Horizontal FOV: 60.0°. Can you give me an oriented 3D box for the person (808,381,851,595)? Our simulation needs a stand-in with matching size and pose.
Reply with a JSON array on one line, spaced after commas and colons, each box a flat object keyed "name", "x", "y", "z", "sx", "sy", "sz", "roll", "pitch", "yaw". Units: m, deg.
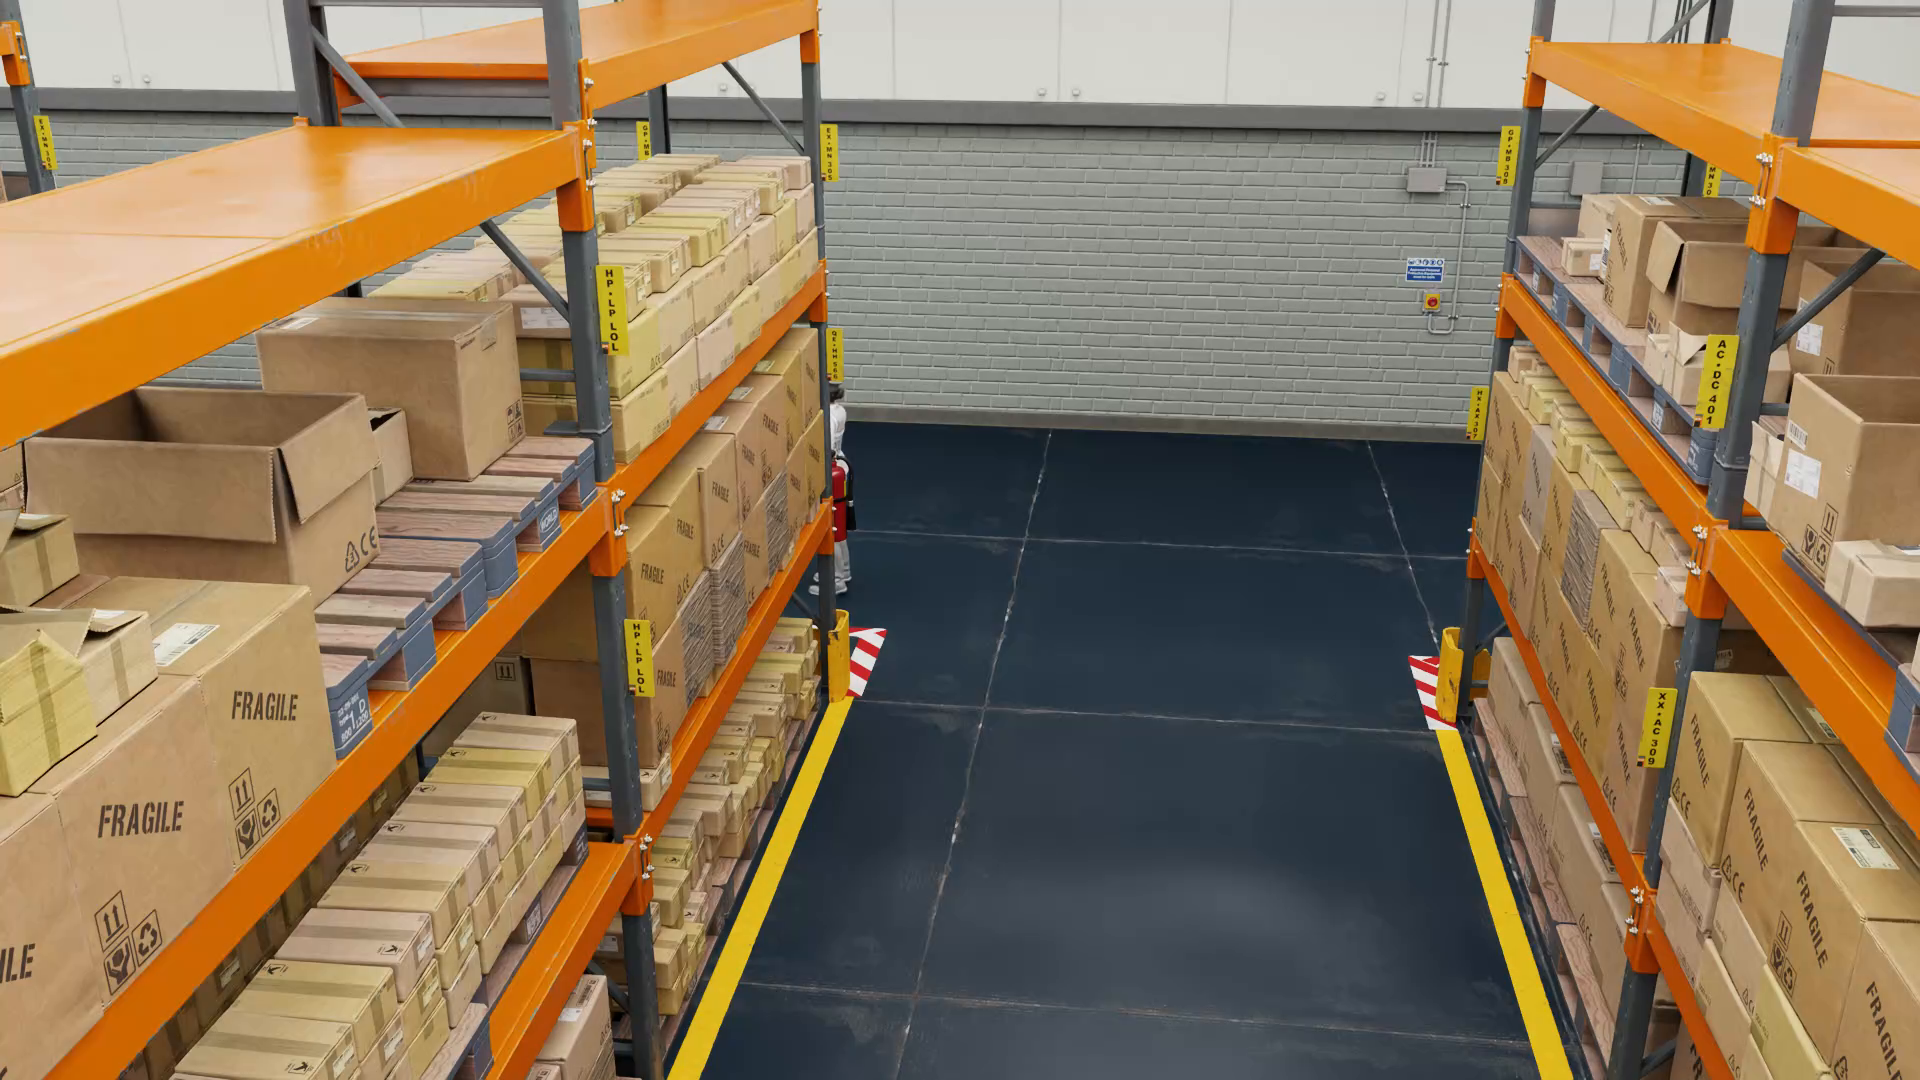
[{"name": "person", "x": -0.988, "y": -0.415, "z": 12.156, "sx": 0.329, "sy": 1.670, "sz": 0.468, "roll": 3, "pitch": 21, "yaw": 7}]
